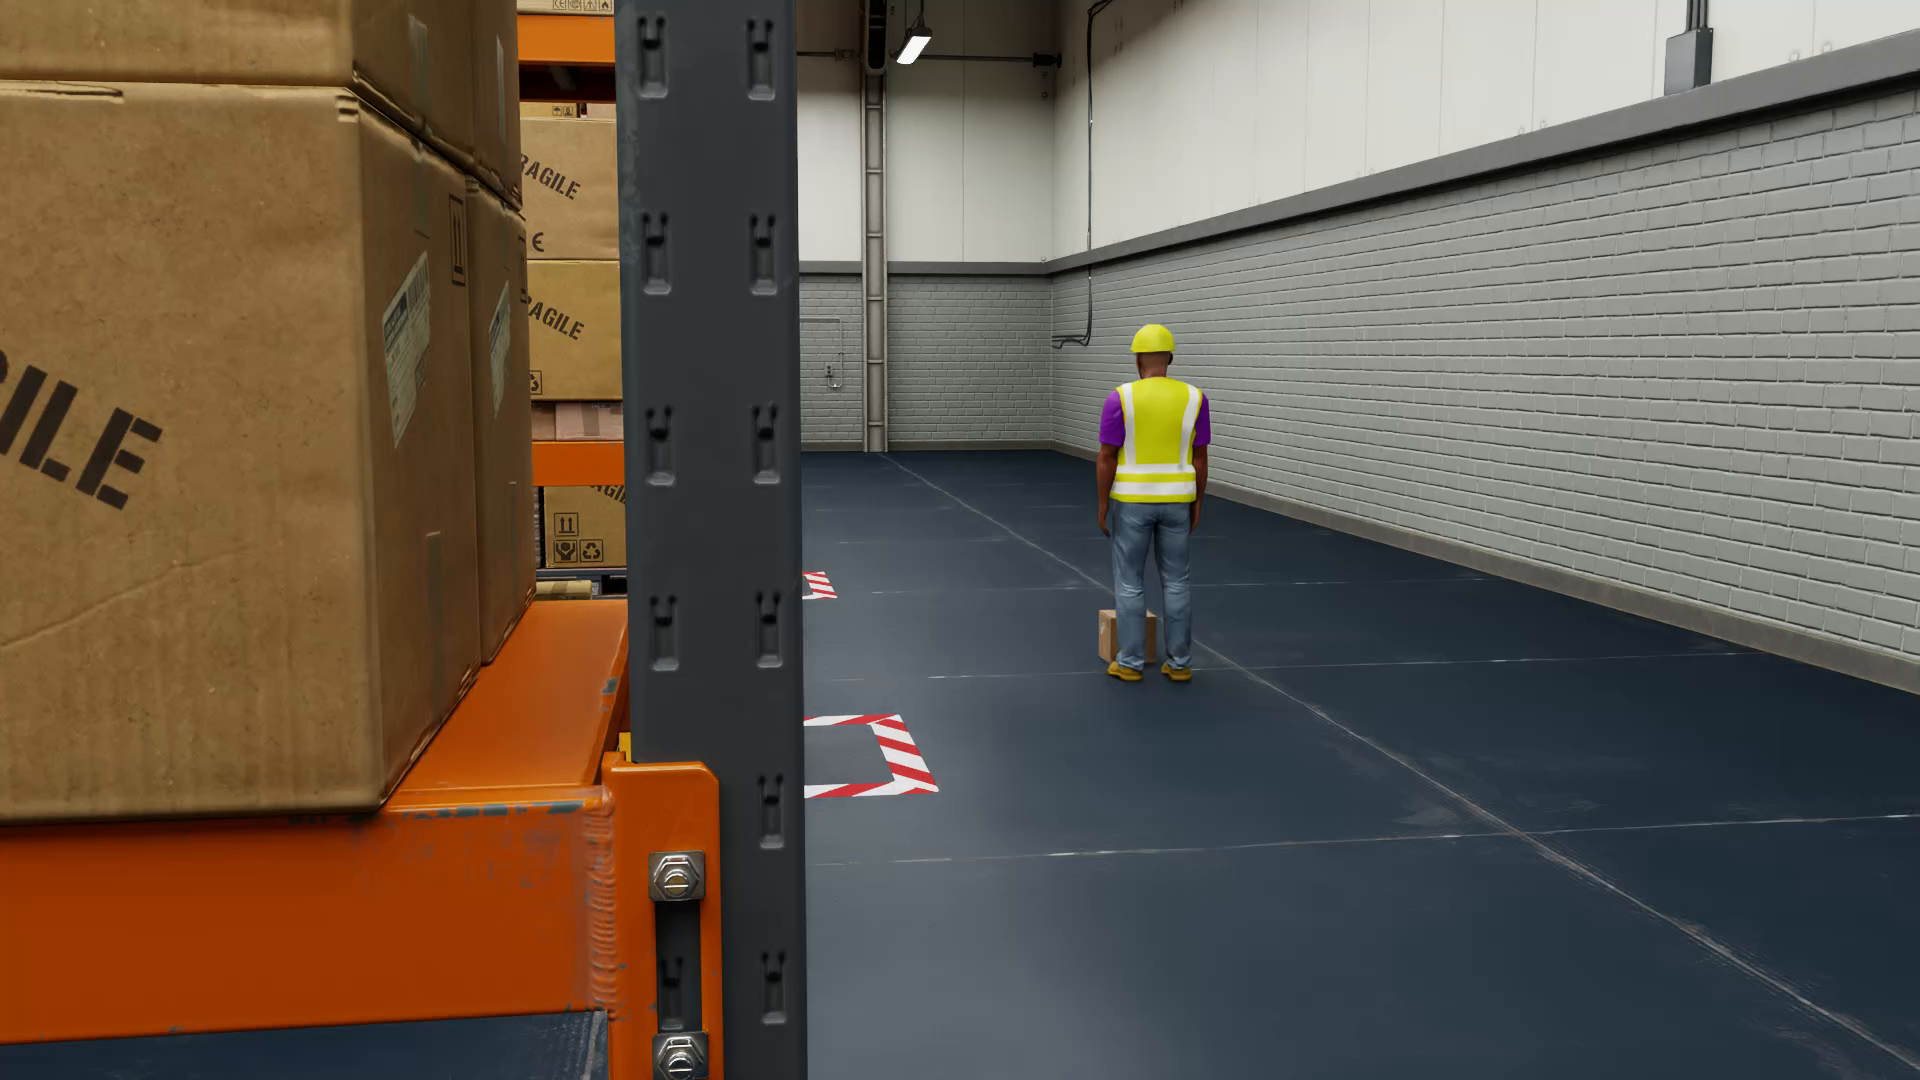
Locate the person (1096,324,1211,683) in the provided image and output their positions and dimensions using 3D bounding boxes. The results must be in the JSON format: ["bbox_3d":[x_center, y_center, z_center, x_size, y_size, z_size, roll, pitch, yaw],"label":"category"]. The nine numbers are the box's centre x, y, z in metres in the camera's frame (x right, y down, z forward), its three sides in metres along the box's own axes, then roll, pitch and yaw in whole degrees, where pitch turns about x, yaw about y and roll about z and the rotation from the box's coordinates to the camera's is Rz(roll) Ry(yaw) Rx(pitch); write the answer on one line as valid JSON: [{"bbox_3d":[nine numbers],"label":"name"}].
[{"bbox_3d":[0.949,-0.184,8.257,0.563,1.761,0.362,-1,6,-7],"label":"person"}]
